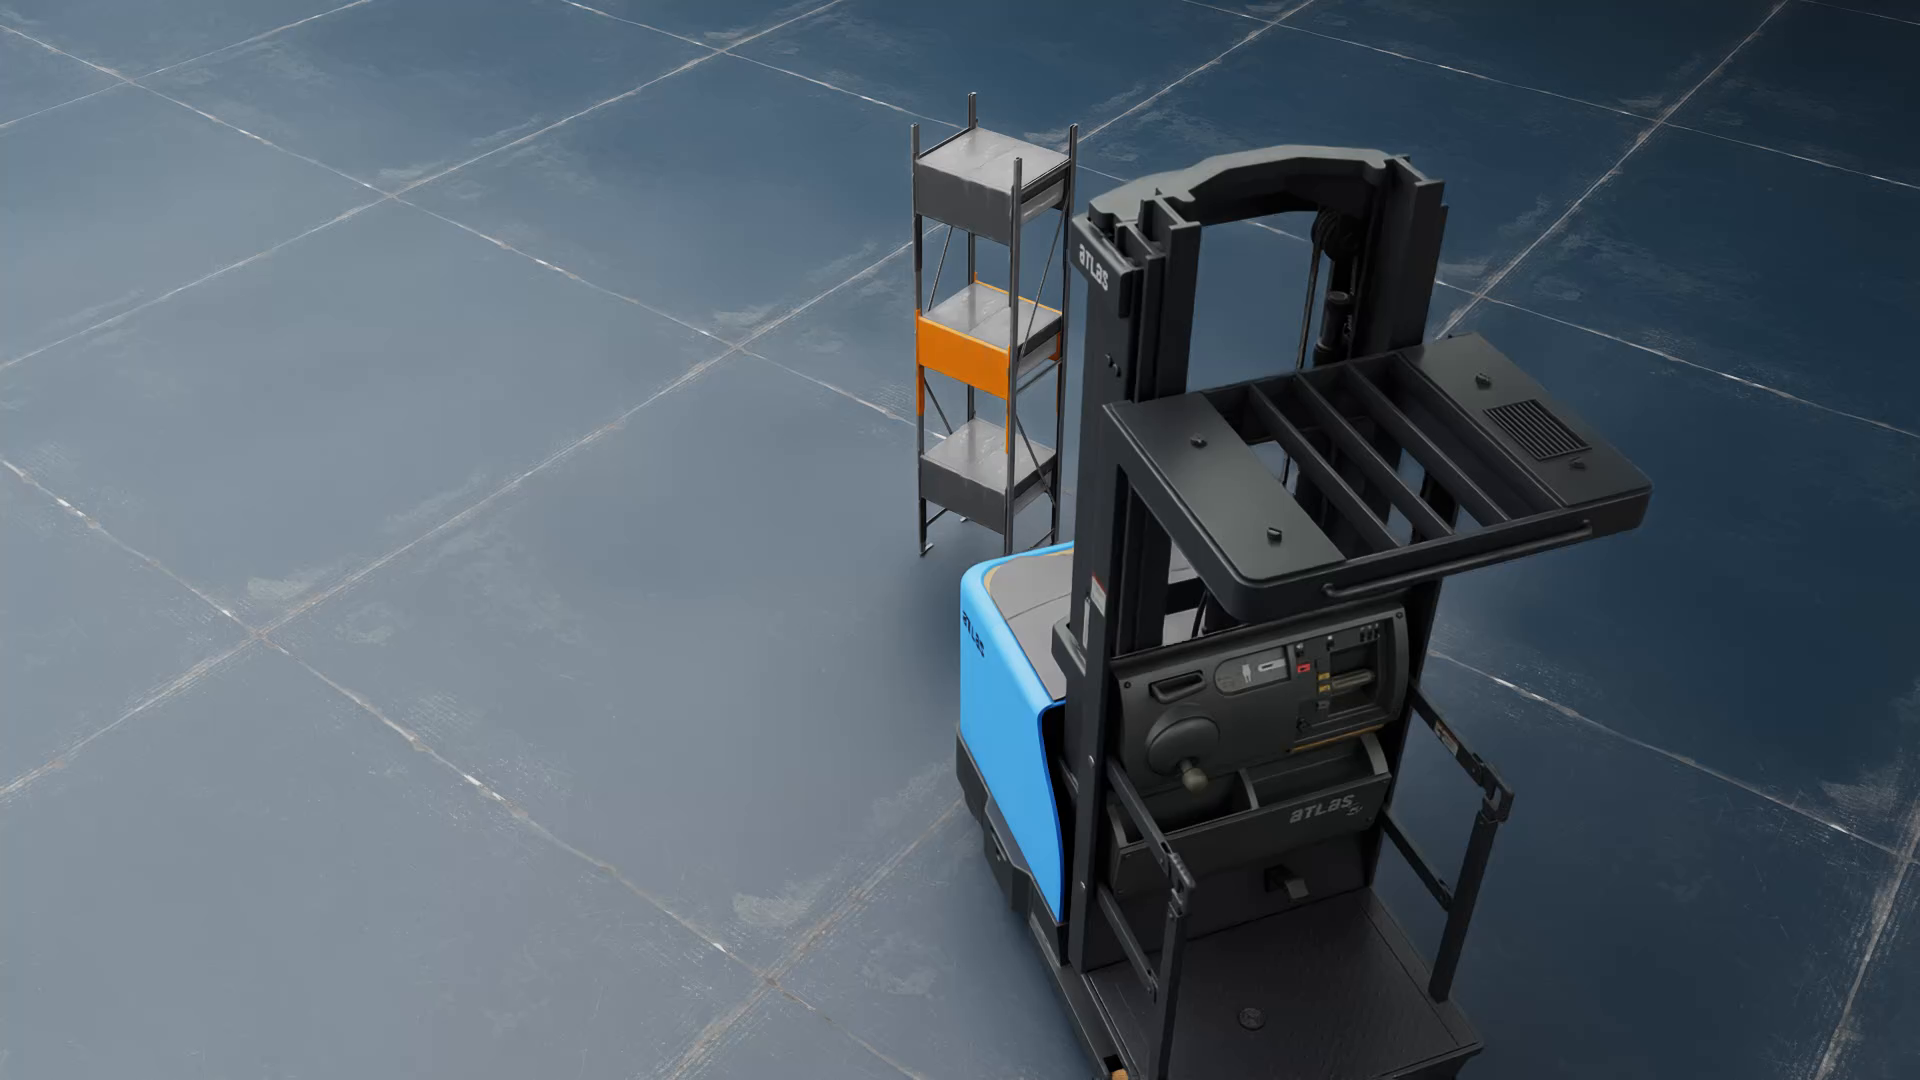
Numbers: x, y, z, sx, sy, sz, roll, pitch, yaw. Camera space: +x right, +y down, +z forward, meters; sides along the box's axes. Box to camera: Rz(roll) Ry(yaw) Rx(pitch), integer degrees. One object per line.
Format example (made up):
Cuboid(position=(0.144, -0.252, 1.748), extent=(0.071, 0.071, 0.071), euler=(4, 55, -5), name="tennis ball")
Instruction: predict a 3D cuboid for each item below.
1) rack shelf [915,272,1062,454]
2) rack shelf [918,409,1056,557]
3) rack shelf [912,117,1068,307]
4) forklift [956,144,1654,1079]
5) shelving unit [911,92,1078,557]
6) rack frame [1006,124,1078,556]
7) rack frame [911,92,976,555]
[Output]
Cuboid(position=(0.131, -0.754, 7.032), extent=(0.480, 0.518, 0.431), euler=(25, 45, 29), name="rack shelf")
Cuboid(position=(0.131, -0.203, 7.463), extent=(0.480, 0.518, 0.431), euler=(25, 45, 29), name="rack shelf")
Cuboid(position=(0.131, -1.305, 6.600), extent=(0.480, 0.518, 0.431), euler=(25, 45, 29), name="rack shelf")
Cuboid(position=(0.967, 0.535, 4.689), extent=(1.130, 2.935, 3.031), euler=(-13, 40, -16), name="forklift")
Cuboid(position=(0.131, -0.765, 7.024), extent=(0.503, 2.100, 0.431), euler=(25, 45, 29), name="shelving unit")
Cuboid(position=(0.325, -0.673, 6.907), extent=(0.015, 2.100, 0.400), euler=(25, 45, 29), name="rack frame")
Cuboid(position=(-0.062, -0.856, 7.140), extent=(0.015, 2.100, 0.400), euler=(25, 45, 29), name="rack frame")
